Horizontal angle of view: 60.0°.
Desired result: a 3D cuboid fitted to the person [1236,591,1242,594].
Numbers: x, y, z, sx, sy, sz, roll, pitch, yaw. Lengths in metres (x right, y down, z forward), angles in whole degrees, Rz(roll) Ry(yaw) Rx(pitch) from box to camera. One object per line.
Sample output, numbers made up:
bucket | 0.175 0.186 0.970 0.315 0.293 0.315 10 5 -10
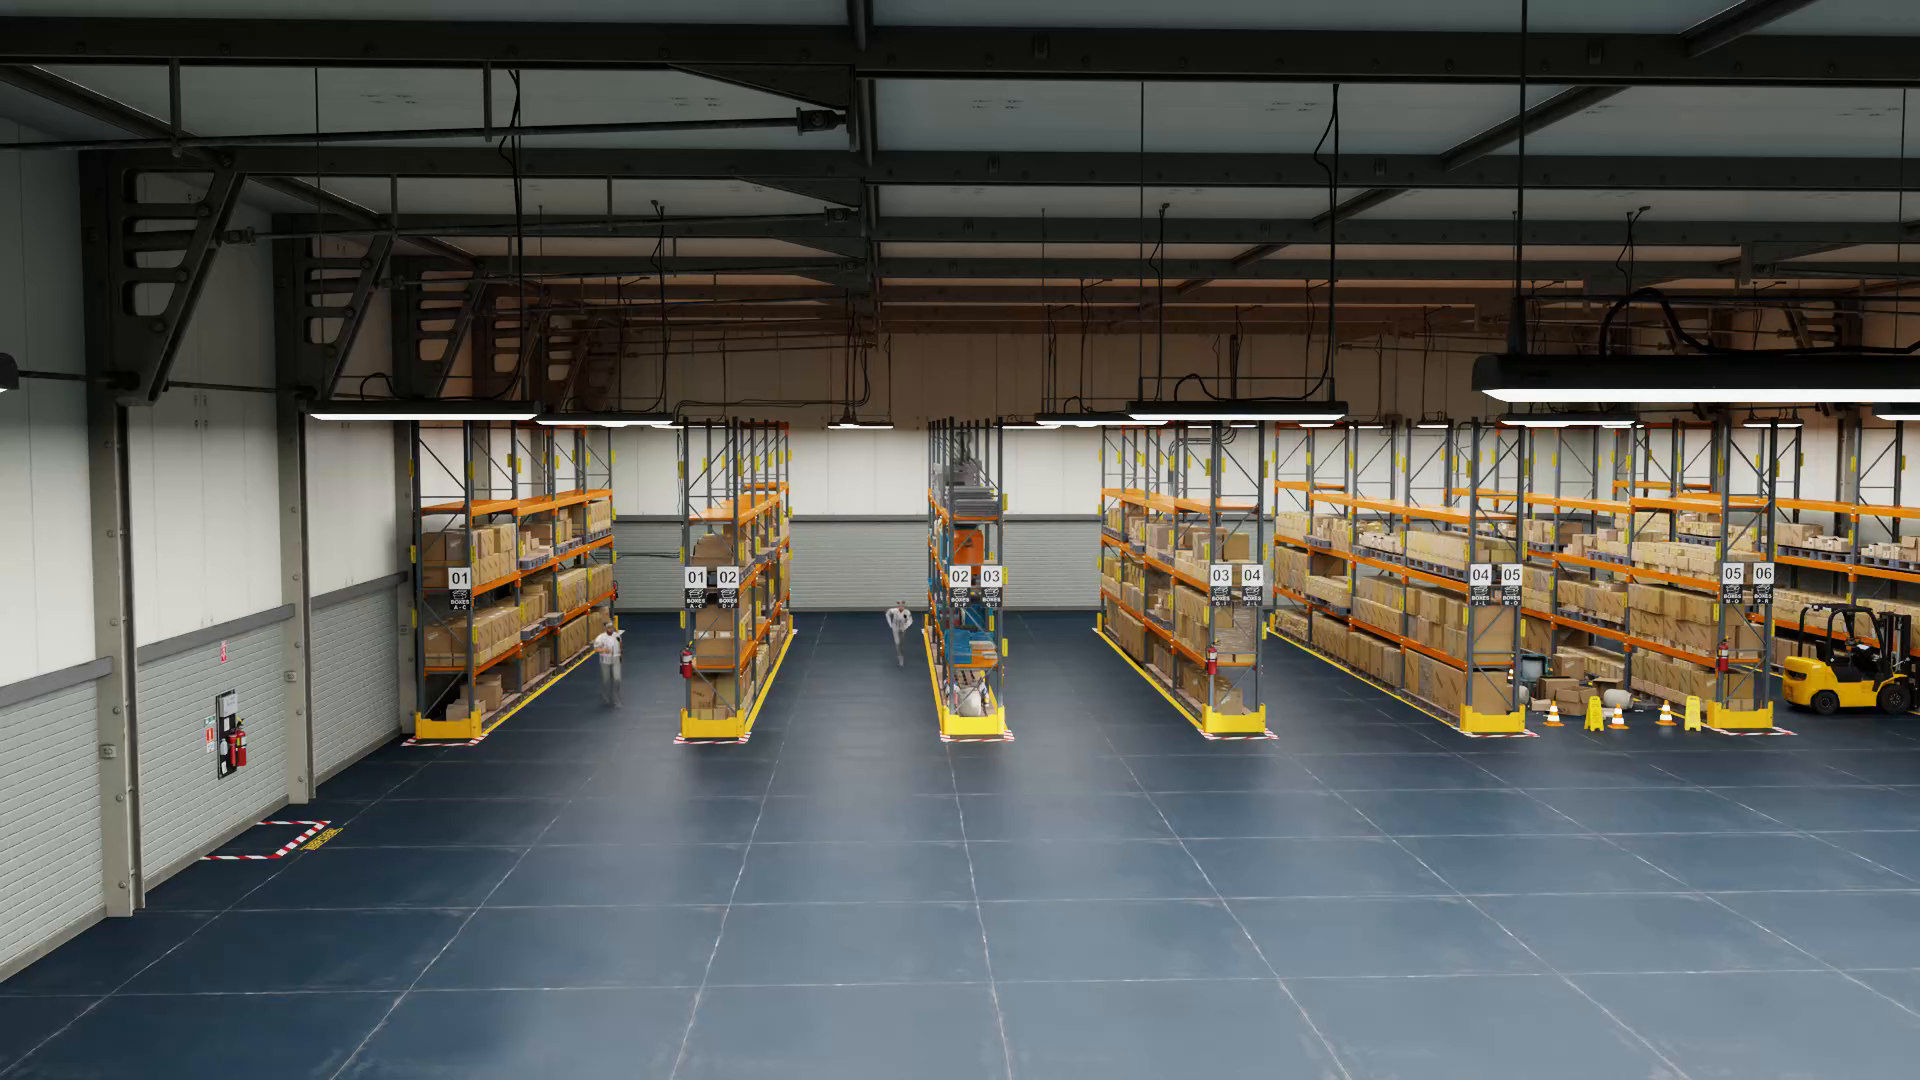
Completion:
person | 8.103 1.774 47.997 0.610 1.631 0.573 2 4 25

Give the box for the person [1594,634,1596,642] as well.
person | 16.787 1.981 44.629 0.593 1.719 0.759 -1 4 -14

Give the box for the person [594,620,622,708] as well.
person | -7.320 2.574 34.666 0.644 1.839 0.826 -2 4 -24

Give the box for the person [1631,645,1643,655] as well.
person | 16.577 2.233 40.457 0.671 1.774 0.797 -1 4 -10

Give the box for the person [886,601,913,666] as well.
person | -1.493 2.271 41.087 0.656 1.627 0.980 0 4 -3
